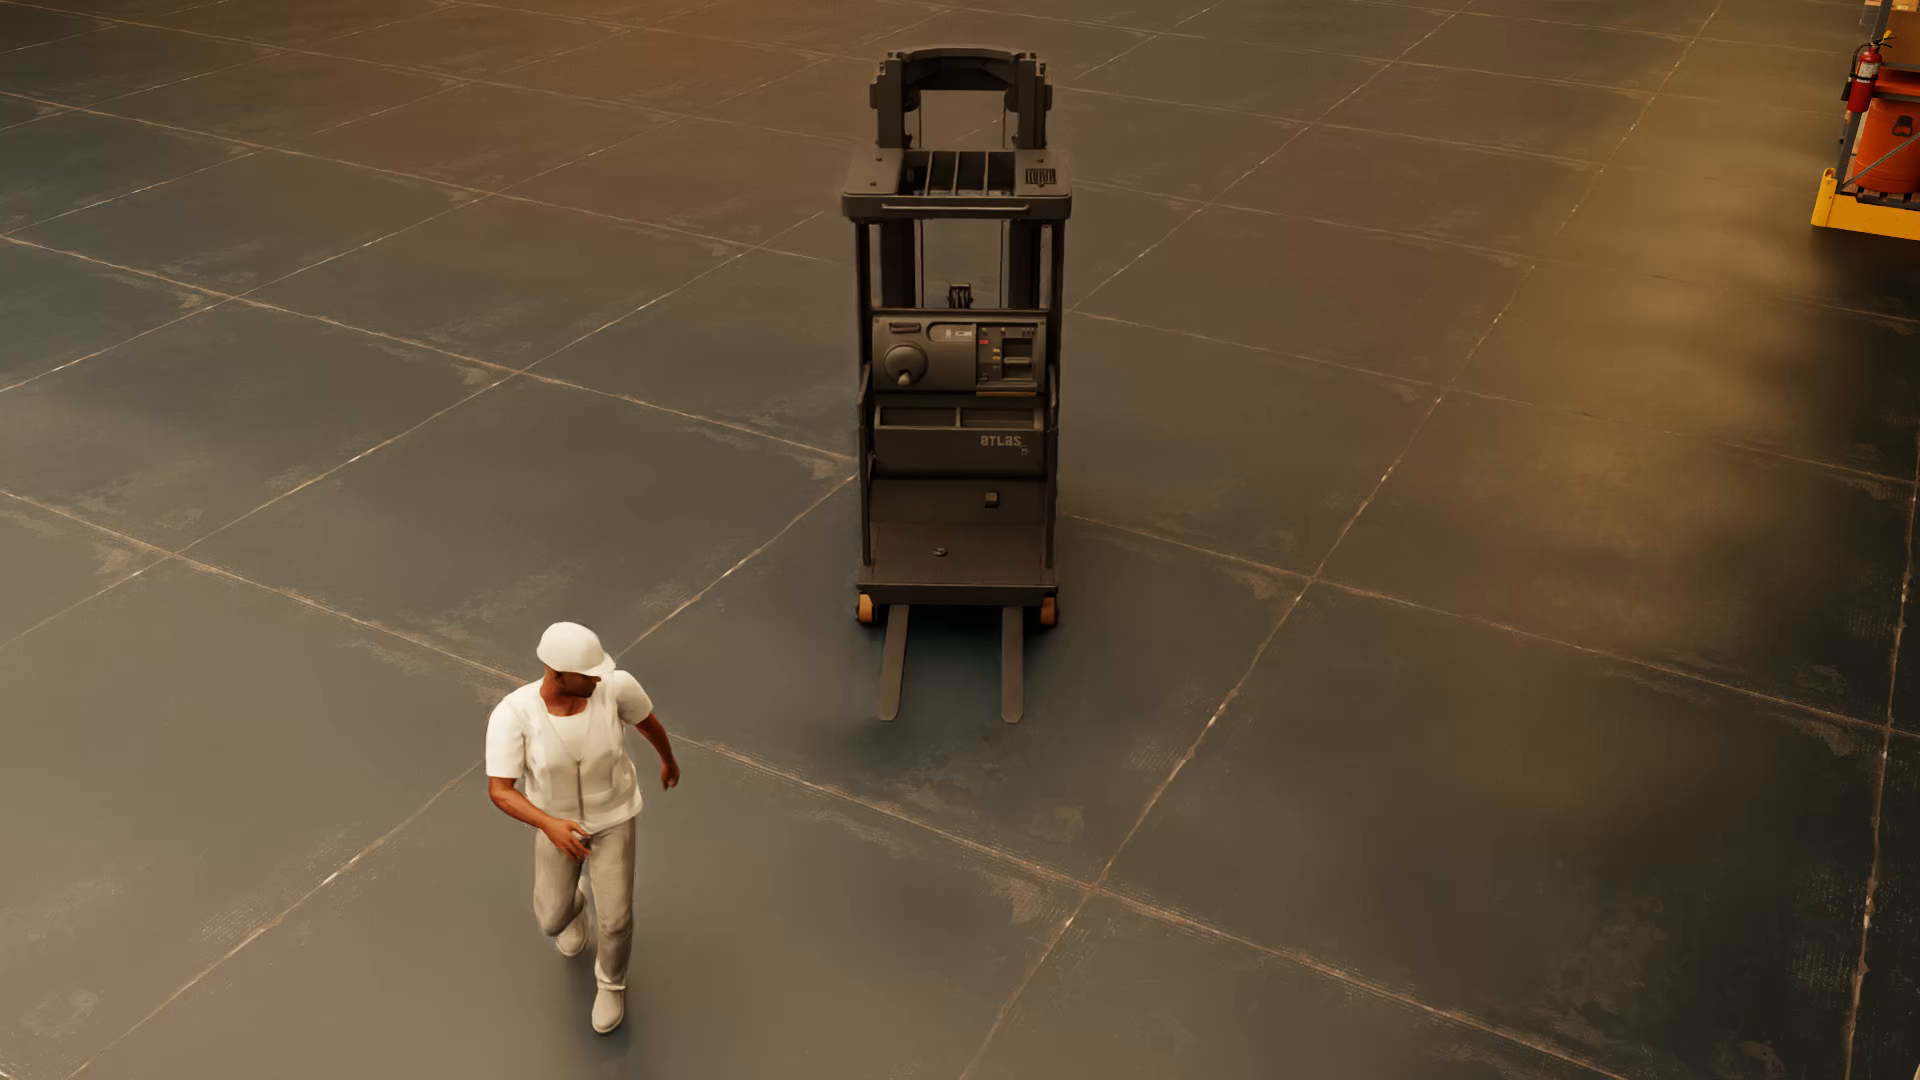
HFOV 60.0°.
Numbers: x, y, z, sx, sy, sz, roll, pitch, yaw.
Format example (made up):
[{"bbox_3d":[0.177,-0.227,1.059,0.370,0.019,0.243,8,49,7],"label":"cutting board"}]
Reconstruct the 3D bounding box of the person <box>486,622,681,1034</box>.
[{"bbox_3d":[-1.443,1.058,6.478,0.694,1.700,0.707,-4,30,-7],"label":"person"}]

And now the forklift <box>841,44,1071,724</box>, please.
[{"bbox_3d":[-0.007,-0.955,8.725,1.130,2.935,3.031,1,30,1],"label":"forklift"}]
